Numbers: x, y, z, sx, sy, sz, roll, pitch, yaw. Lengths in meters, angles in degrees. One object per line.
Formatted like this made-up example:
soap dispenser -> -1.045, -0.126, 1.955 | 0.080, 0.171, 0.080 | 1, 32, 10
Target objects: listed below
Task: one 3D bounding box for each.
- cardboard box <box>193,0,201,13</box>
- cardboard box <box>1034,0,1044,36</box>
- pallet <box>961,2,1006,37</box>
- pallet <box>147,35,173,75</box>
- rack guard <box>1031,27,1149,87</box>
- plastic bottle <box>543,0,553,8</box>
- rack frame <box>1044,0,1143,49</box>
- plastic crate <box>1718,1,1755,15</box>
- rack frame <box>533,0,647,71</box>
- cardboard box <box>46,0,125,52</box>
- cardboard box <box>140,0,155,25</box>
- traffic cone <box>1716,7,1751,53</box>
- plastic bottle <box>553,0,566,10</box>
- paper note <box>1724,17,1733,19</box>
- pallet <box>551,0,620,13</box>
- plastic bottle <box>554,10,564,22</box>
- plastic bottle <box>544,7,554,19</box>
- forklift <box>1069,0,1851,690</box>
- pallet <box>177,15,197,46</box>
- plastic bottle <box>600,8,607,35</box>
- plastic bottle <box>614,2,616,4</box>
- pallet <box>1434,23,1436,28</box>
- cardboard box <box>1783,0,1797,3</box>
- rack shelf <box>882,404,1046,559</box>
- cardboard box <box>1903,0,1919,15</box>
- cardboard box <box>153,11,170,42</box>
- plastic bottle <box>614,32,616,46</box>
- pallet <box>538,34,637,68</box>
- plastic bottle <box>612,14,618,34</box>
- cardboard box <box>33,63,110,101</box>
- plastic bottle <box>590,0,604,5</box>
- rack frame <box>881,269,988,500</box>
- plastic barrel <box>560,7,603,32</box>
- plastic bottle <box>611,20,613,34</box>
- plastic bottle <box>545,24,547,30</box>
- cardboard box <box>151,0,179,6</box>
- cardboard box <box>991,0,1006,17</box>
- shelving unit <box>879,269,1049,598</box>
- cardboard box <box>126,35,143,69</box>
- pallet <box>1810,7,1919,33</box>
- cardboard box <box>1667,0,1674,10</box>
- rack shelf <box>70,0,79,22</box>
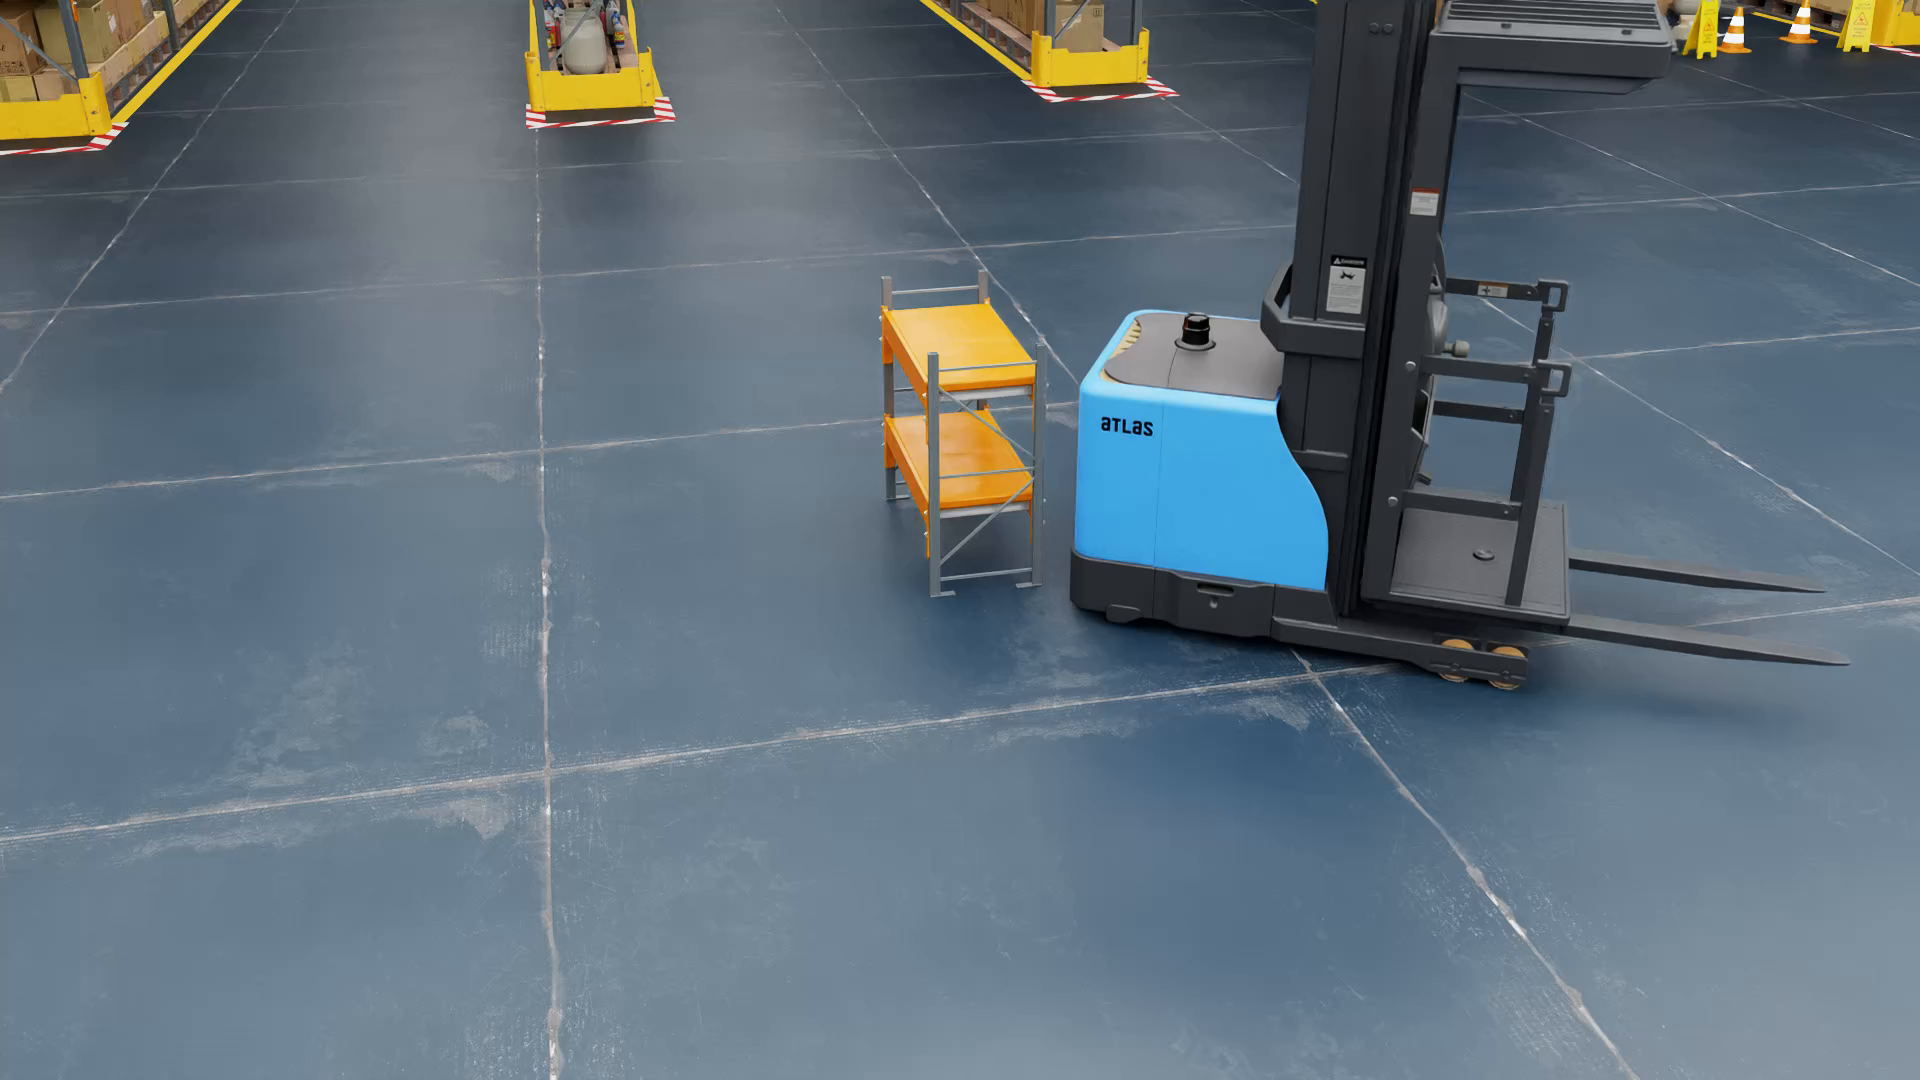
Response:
cardboard box -> -9.293, -6.385, 19.656 | 0.500, 0.250, 0.500 | -7, 28, -13
cardboard box -> 1.051, -5.625, 17.874 | 0.500, 0.500, 0.500 | 1, 27, 2
pallet -> 0.627, -6.239, 19.876 | 1.003, 0.211, 1.213 | -6, 27, -12
pallet -> -9.072, -5.172, 17.763 | 1.003, 0.211, 1.213 | -6, 27, -12
rack guard -> 1.326, -4.936, 16.975 | 1.175, 0.500, 0.348 | -6, 27, -12
plastic bottle -> -4.606, -5.889, 18.541 | 0.144, 0.351, 0.185 | -5, 27, -10
rack frame -> 1.343, -6.019, 16.346 | 1.000, 3.000, 0.127 | -6, 27, -12
plastic crate -> 9.652, -6.705, 20.946 | 0.402, 0.080, 0.583 | -16, 31, -29
rack frame -> -3.482, -5.516, 15.350 | 1.000, 3.000, 0.127 | -6, 27, -12
cardboard box -> -8.453, -5.005, 16.090 | 0.500, 0.500, 0.500 | -6, 27, -12
cardboard box -> -8.792, -5.663, 17.395 | 0.500, 0.500, 0.500 | -6, 27, -12
traffic cone -> 8.640, -5.689, 18.507 | 0.336, 0.463, 0.334 | -6, 27, -12
plastic bottle -> -4.466, -5.904, 18.570 | 0.144, 0.351, 0.185 | -6, 27, -12
paper note -> 9.462, -6.423, 20.442 | 0.142, 0.019, 0.148 | -16, 31, -29
pallet -> -4.599, -6.368, 20.132 | 1.003, 0.211, 1.213 | -6, 27, -12
plastic bottle -> -4.329, -5.613, 18.075 | 0.152, 0.276, 0.135 | -6, 27, -12
plastic bottle -> -4.426, -5.538, 17.845 | 0.144, 0.351, 0.185 | -5, 27, -9
forklift -> 2.042, -0.986, 6.450 | 3.031, 2.935, 1.130 | 8, 28, 16
pallet -> -9.415, -5.845, 19.097 | 1.003, 0.211, 1.213 | -6, 27, -12
plastic bottle -> -3.913, -5.693, 18.227 | 0.061, 0.283, 0.133 | -6, 27, -12
plastic bottle -> -3.837, -5.851, 18.539 | 0.061, 0.283, 0.133 | -4, 27, -8
pallet -> 5.942, -5.576, 18.564 | 1.003, 0.211, 1.213 | -6, 27, -12
cardboard box -> 10.322, -6.770, 20.420 | 0.500, 0.250, 0.500 | -7, 28, -13
rack shelf -> -0.002, -0.287, 7.613 | 0.538, 0.278, 1.000 | -6, 27, -12
cardboard box -> 11.086, -6.367, 19.622 | 0.500, 0.250, 0.500 | -6, 27, -12
cardboard box -> -8.893, -5.549, 18.001 | 0.500, 0.250, 0.500 | -6, 27, -12
plastic bottle -> -3.611, -5.336, 17.611 | 0.097, 0.201, 0.097 | 0, 27, 0
pallet -> -3.995, -5.191, 17.801 | 1.003, 0.211, 1.213 | -6, 27, -12
plastic bottle -> -3.687, -5.516, 17.890 | 0.097, 0.271, 0.097 | 0, 27, 0
cardboard box -> -8.213, -4.233, 15.392 | 0.500, 0.250, 0.500 | -6, 27, -12
plastic bottle -> -4.098, -6.018, 18.795 | 0.144, 0.351, 0.185 | -6, 27, -12
rack frame -> -0.116, -0.728, 7.945 | 0.500, 1.125, 0.032 | -6, 27, -12
plastic barrel -> -3.818, -5.094, 16.809 | 0.421, 0.512, 0.421 | 0, 27, 0
plastic bottle -> -3.756, -5.619, 18.171 | 0.097, 0.201, 0.097 | 0, 27, 0
plastic bottle -> -4.368, -5.311, 17.470 | 0.061, 0.283, 0.133 | -5, 27, -10
cardboard box -> -9.061, -6.188, 18.643 | 0.500, 0.311, 0.500 | -6, 27, -11
cardboard box -> 0.629, -6.416, 19.441 | 0.500, 0.500, 0.500 | 2, 27, 5
shelving unit -> -0.002, -0.505, 7.502 | 0.538, 1.125, 1.048 | -6, 27, -12
cardboard box -> -8.550, -4.891, 16.697 | 0.500, 0.250, 0.500 | -6, 27, -12
pallet -> 10.832, -6.174, 19.748 | 1.003, 0.211, 1.213 | -6, 27, -12
cardboard box -> 9.013, -7.058, 21.176 | 0.500, 0.500, 0.500 | 13, 30, 24
rack shelf -> -8.760, -5.572, 16.258 | 1.077, 0.370, 4.000 | -6, 27, -12
